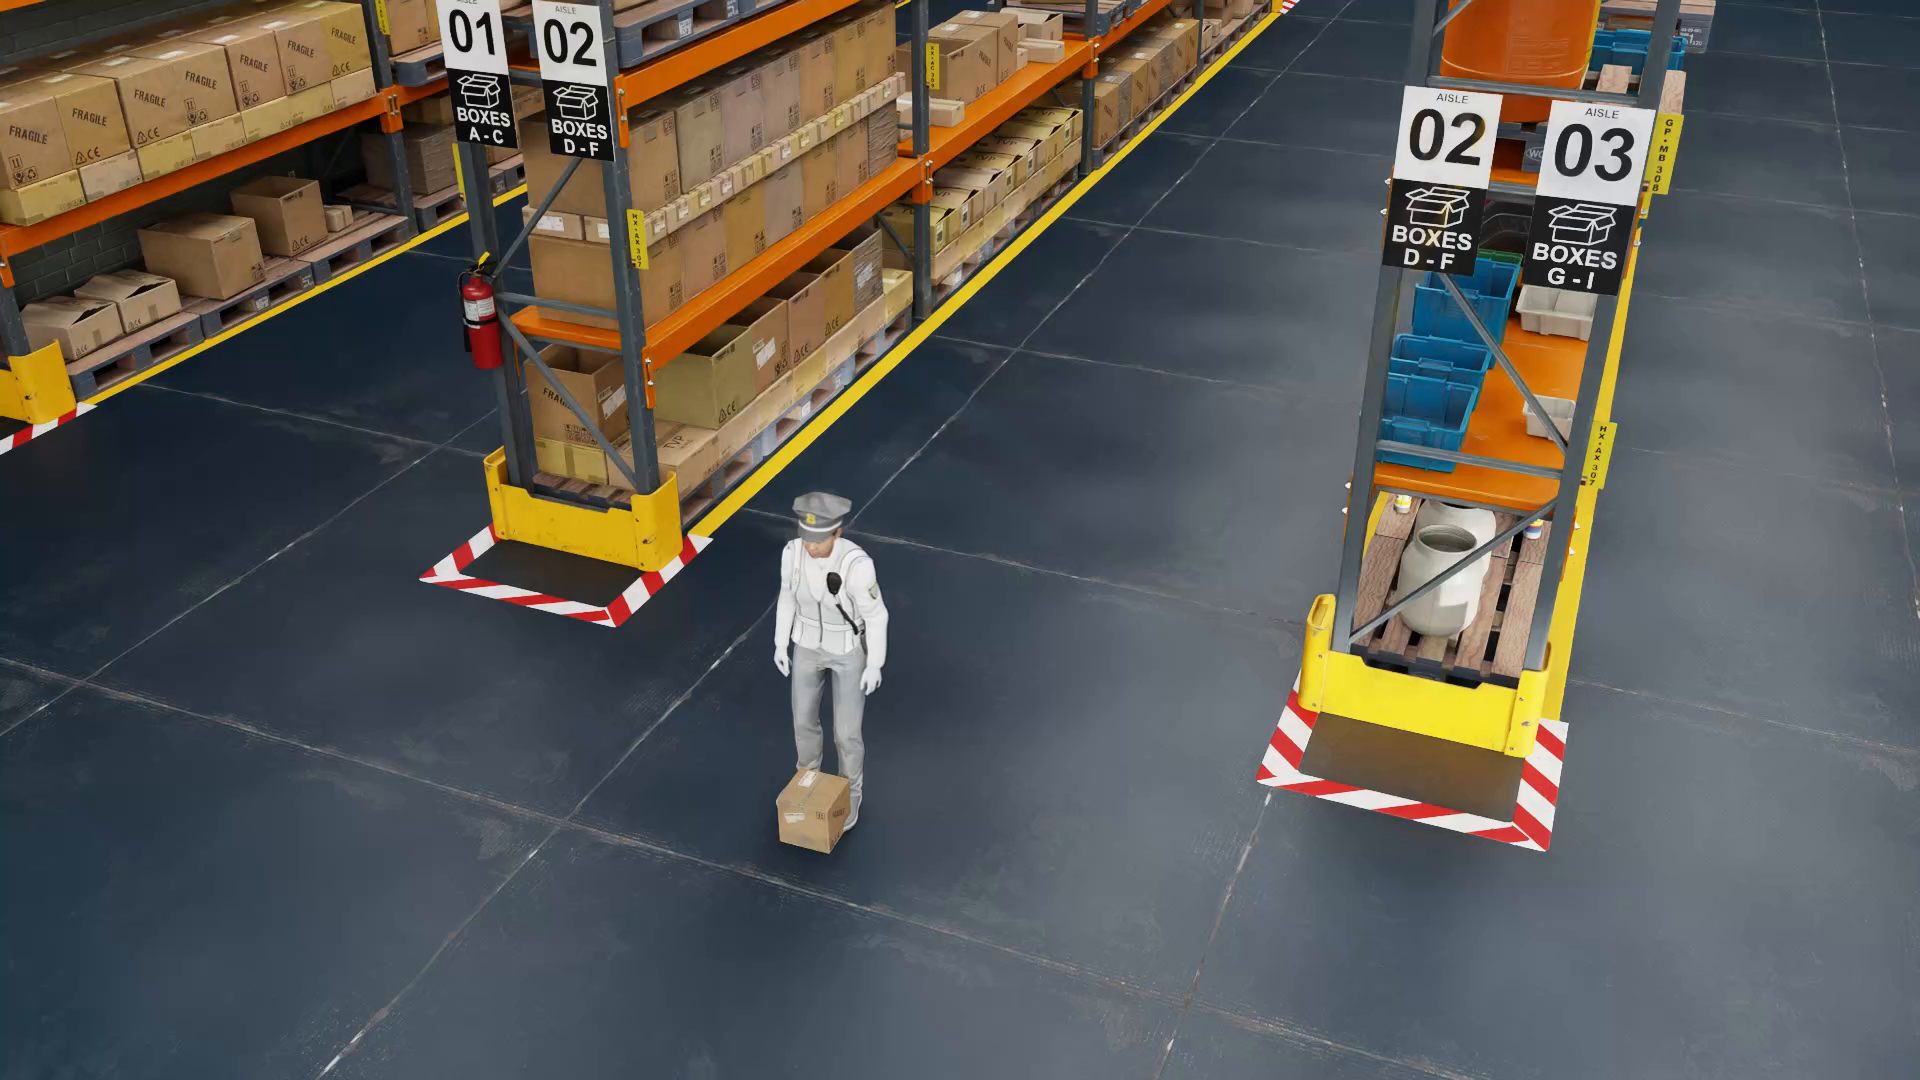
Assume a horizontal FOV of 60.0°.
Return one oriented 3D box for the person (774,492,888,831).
[{"bbox_3d":[-0.589,0.526,7.469,0.535,1.663,0.404,11,32,18],"label":"person"}]
